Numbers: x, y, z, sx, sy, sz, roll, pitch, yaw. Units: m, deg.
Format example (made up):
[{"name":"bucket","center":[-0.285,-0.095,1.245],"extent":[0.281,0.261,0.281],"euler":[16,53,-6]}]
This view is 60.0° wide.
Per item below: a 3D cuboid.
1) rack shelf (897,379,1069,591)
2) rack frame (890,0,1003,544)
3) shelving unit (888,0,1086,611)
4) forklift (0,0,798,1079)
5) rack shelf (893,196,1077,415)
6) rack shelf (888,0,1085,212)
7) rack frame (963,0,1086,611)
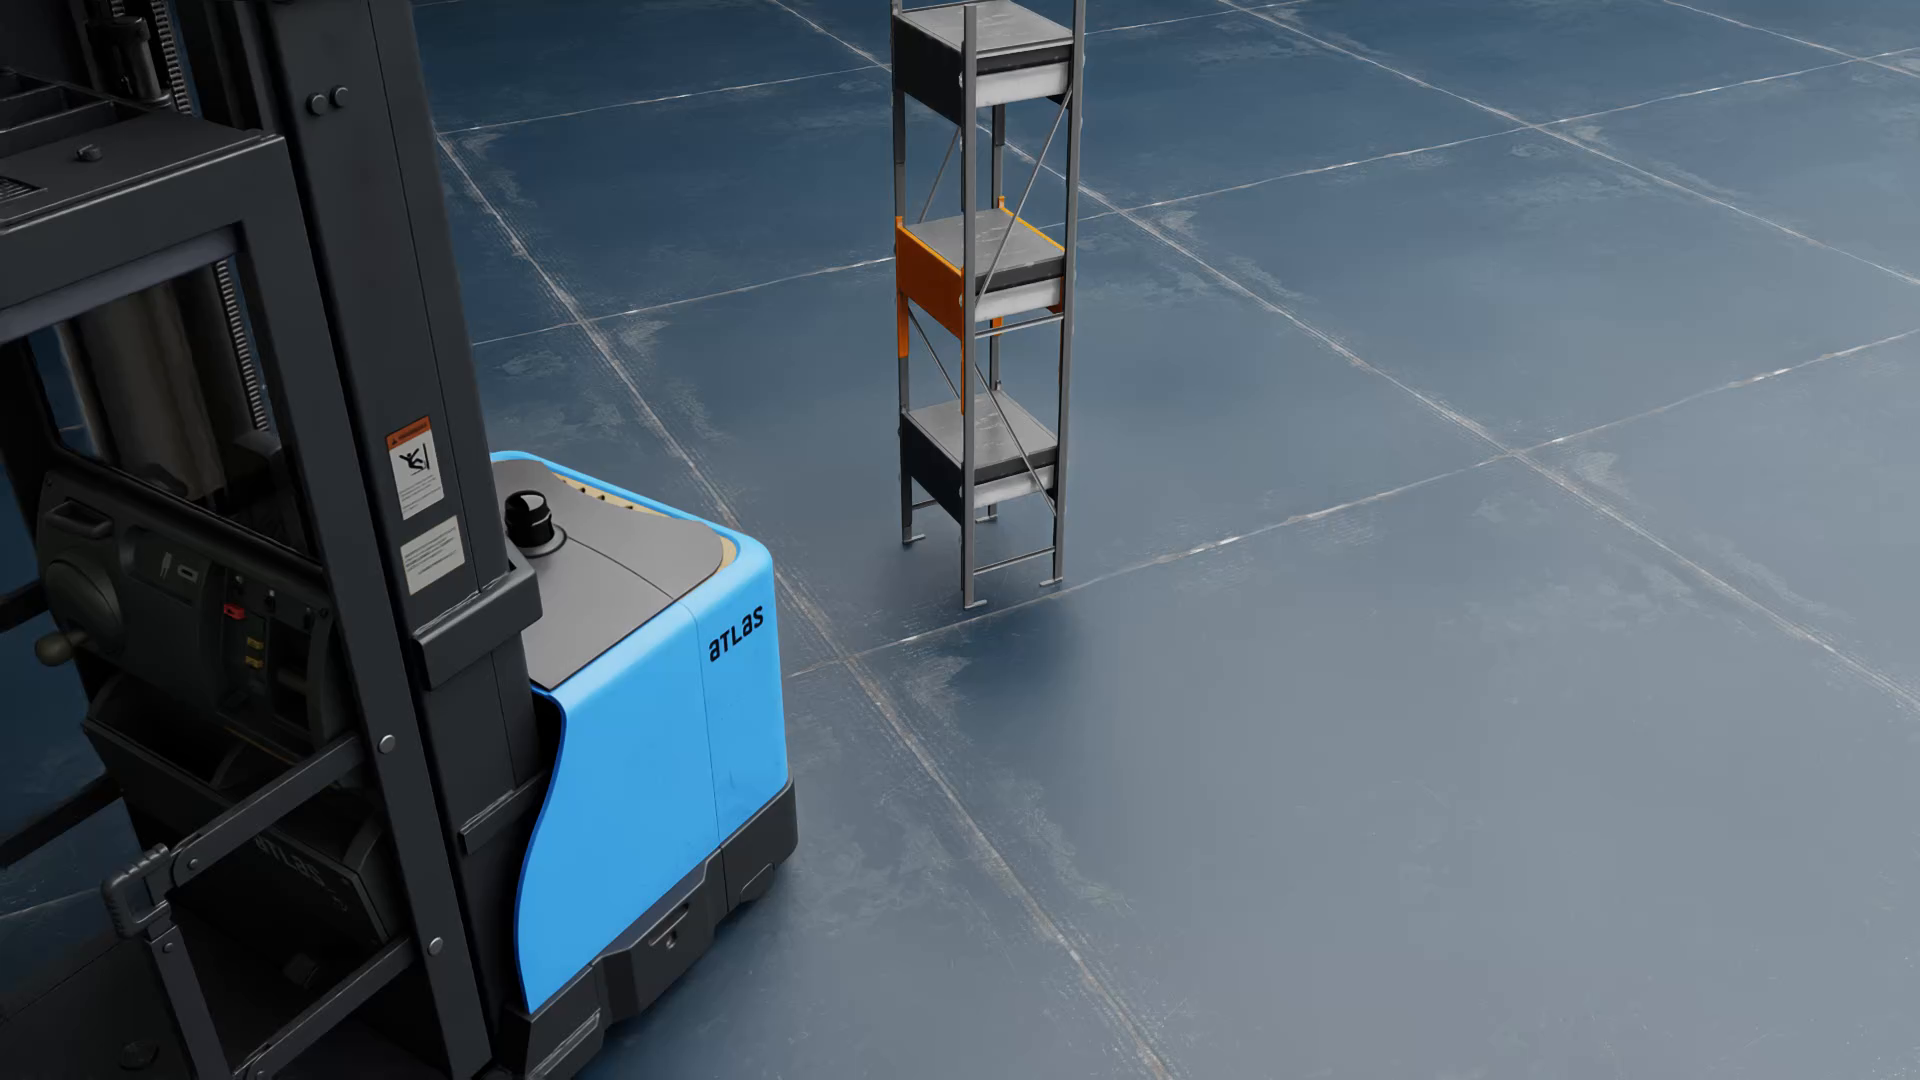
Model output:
[{"name":"rack shelf","center":[0.077,-0.204,5.945],"extent":[0.431,0.518,0.480],"euler":[-16,36,-23]},{"name":"rack frame","center":[-0.037,-0.922,5.742],"extent":[0.400,2.100,0.015],"euler":[-16,36,-23]},{"name":"shelving unit","center":[0.077,-0.805,5.560],"extent":[0.431,2.100,0.503],"euler":[-16,36,-23]},{"name":"forklift","center":[-1.690,0.203,3.216],"extent":[1.130,2.935,3.031],"euler":[19,37,27]},{"name":"rack shelf","center":[0.077,-0.794,5.568],"extent":[0.431,0.518,0.480],"euler":[-16,36,-23]},{"name":"rack shelf","center":[0.077,-1.383,5.190],"extent":[0.431,0.518,0.480],"euler":[-16,36,-23]},{"name":"rack frame","center":[0.191,-0.689,5.379],"extent":[0.400,2.100,0.015],"euler":[-16,36,-23]}]
